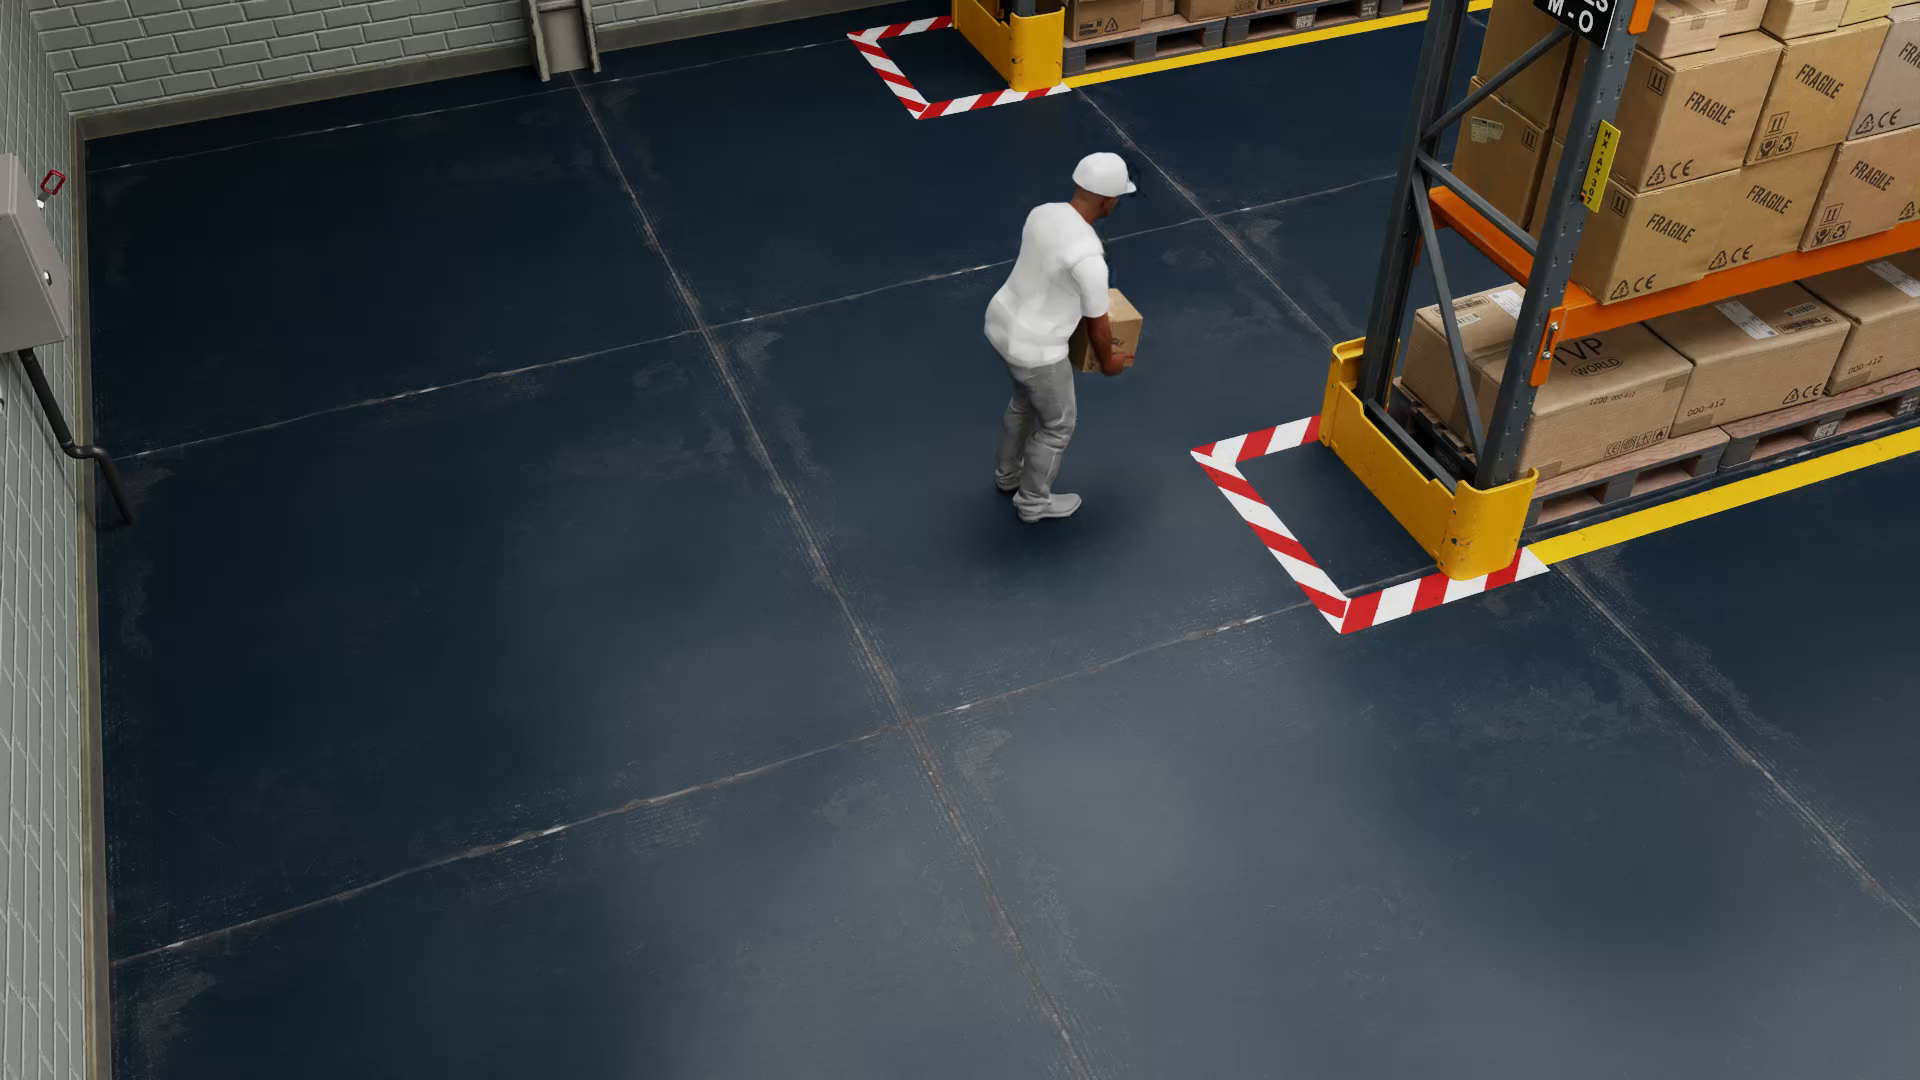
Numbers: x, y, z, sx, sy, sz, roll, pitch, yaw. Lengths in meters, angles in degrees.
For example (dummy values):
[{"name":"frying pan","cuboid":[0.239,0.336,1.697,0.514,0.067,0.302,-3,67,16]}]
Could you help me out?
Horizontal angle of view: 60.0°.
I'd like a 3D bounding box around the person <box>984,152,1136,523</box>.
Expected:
[{"name":"person","cuboid":[0.427,-0.875,7.184,0.636,1.693,0.488,-16,44,-17]}]
